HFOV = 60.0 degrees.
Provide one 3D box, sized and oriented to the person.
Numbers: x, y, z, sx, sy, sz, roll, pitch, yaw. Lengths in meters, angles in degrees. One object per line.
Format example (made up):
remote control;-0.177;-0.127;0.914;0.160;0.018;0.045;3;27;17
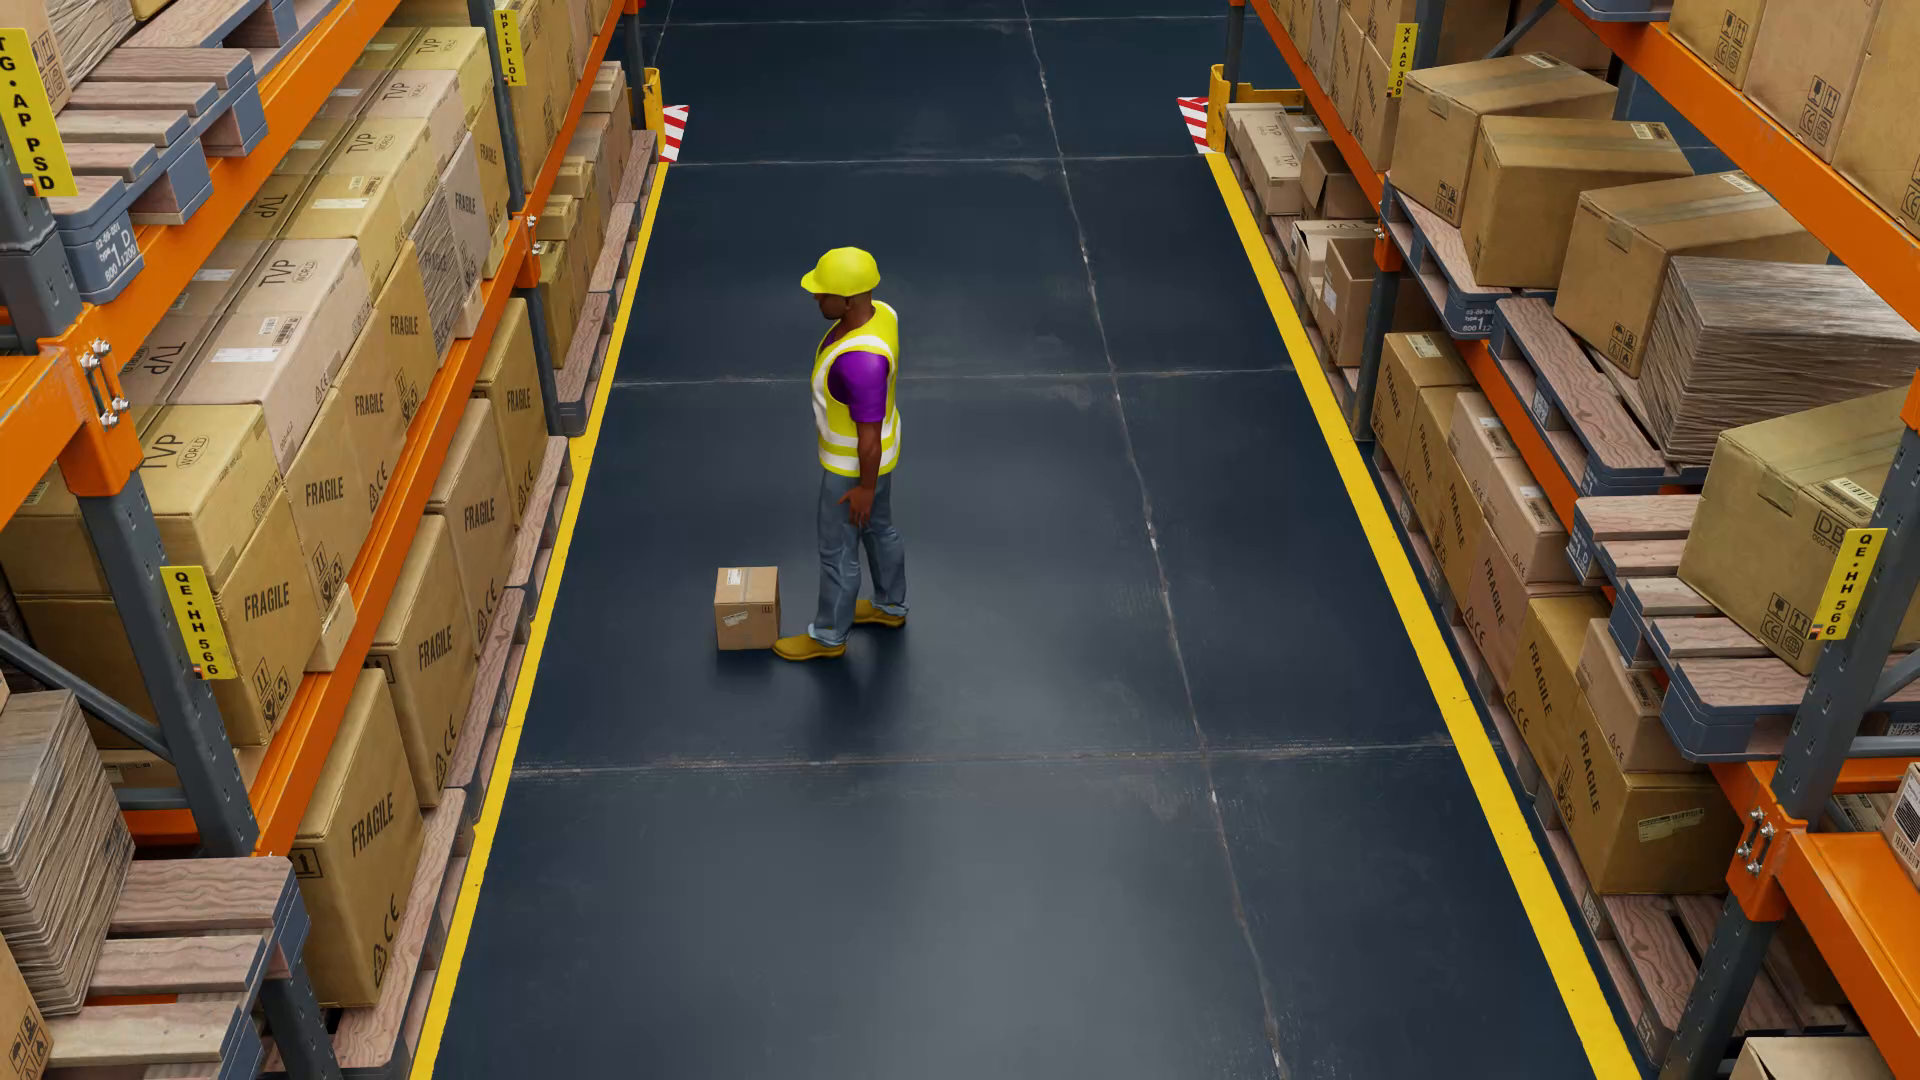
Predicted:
person;-0.493;-0.351;6.613;0.562;1.771;0.604;3;35;4
